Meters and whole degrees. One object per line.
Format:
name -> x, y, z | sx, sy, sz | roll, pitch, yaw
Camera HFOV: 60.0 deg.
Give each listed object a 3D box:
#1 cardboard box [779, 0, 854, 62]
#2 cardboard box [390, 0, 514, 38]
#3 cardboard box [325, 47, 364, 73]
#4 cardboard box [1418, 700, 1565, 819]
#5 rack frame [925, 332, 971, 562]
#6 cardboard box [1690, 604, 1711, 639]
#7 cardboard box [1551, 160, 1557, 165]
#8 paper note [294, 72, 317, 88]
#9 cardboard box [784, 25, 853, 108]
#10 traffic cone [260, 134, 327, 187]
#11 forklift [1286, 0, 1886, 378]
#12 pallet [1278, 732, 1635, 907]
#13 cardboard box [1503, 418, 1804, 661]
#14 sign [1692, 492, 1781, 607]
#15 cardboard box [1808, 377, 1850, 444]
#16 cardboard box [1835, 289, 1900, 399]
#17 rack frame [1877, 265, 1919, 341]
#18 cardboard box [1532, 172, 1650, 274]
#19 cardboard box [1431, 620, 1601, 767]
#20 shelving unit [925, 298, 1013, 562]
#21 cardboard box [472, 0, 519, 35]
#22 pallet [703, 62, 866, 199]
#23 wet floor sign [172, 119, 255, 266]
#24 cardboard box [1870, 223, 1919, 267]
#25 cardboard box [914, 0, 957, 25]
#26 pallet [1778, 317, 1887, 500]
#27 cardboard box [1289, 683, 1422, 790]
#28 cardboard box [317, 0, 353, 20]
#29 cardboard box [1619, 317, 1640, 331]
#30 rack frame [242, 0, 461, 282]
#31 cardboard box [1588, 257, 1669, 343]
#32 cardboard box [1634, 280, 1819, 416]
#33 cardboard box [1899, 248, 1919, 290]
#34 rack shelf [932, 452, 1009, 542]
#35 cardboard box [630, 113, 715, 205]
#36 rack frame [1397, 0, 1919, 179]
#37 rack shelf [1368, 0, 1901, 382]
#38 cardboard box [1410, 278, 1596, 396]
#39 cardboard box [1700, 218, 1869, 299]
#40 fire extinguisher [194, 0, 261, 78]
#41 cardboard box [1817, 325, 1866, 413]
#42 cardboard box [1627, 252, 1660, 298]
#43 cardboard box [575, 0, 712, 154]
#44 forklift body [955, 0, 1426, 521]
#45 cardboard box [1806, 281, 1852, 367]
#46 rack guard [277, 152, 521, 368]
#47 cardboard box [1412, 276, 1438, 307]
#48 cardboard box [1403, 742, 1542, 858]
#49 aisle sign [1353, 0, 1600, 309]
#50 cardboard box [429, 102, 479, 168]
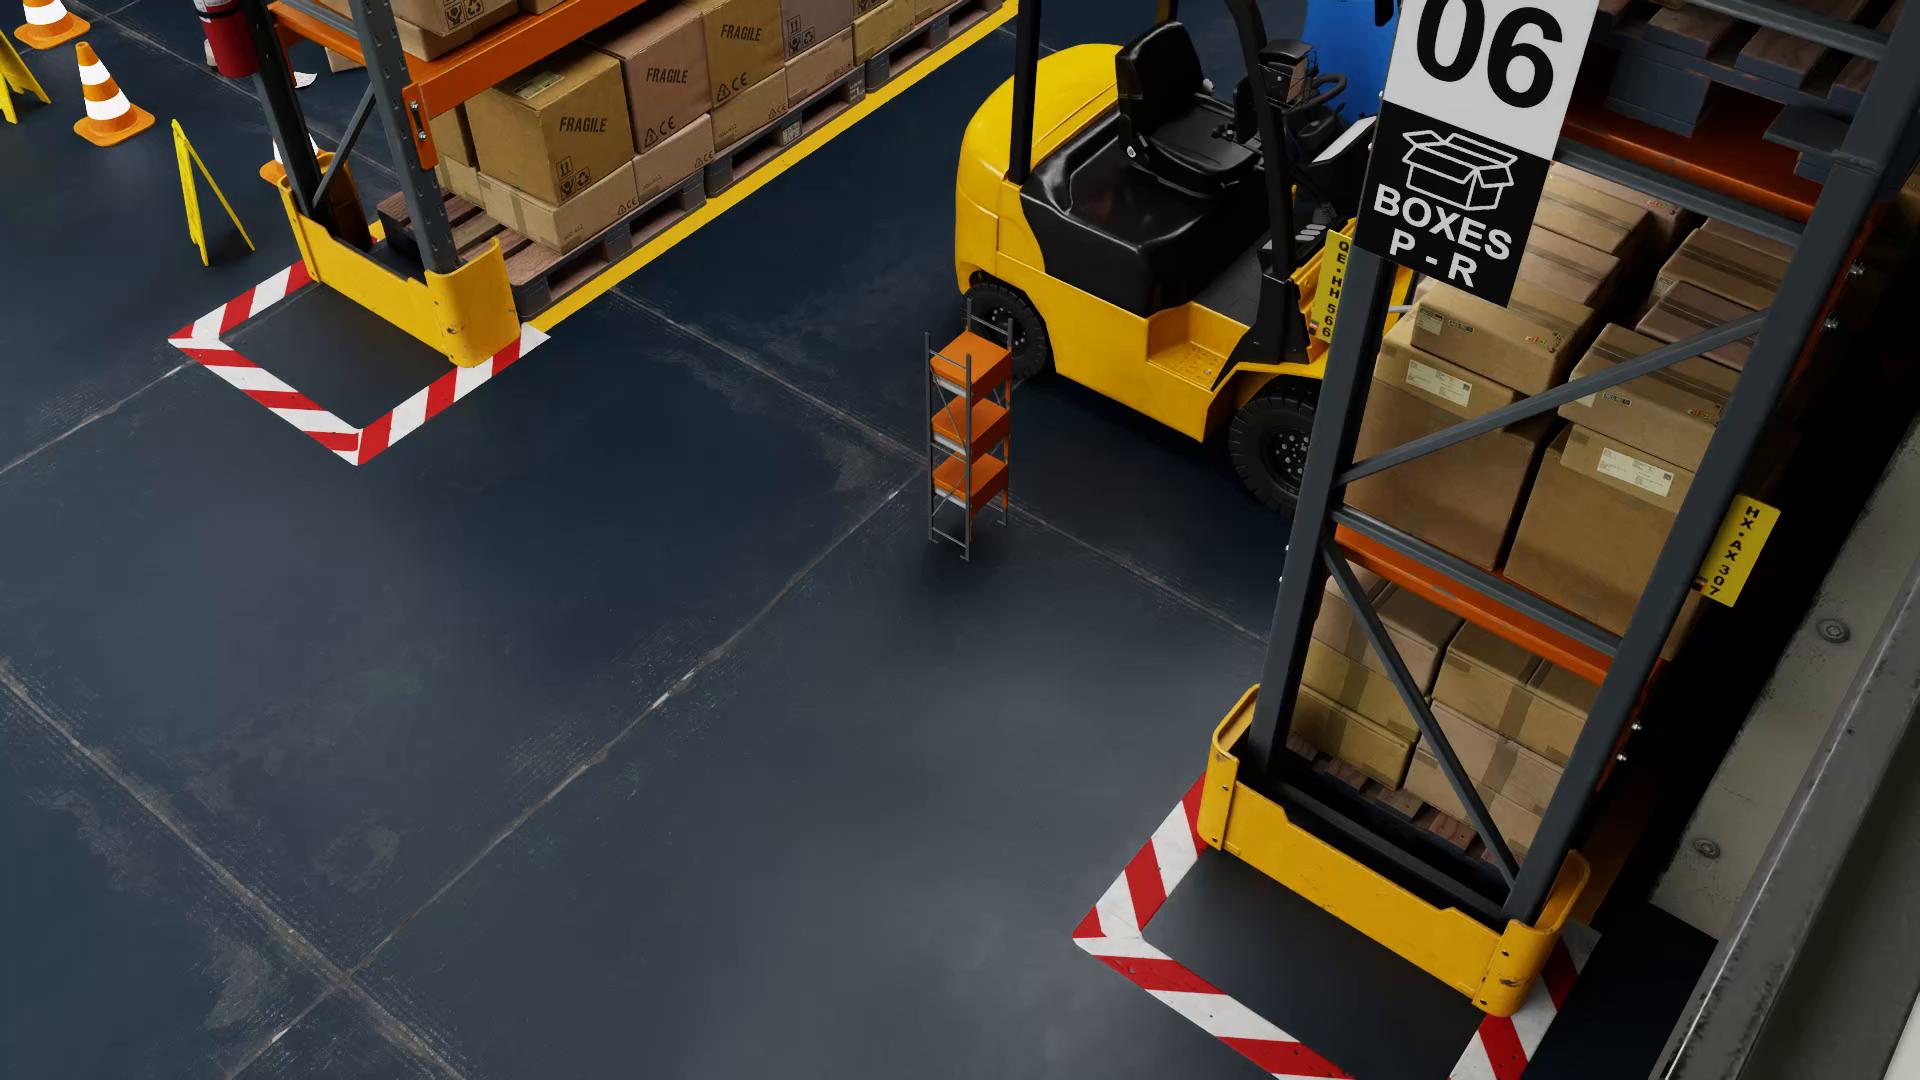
cardboard box -> -0.891, -2.791, 8.297 | 0.500, 0.500, 0.500 | 32, 54, 27
cardboard box -> -2.058, -2.375, 6.532 | 0.500, 0.500, 0.500 | 28, 53, 24
cardboard box -> -3.364, -2.747, 9.134 | 0.250, 0.149, 0.380 | -17, 49, -15
cardboard box -> 1.815, 0.558, 5.271 | 0.500, 0.250, 0.500 | 30, 53, 26
rack frame -> -0.042, -0.323, 6.196 | 0.200, 1.050, 0.008 | 29, 53, 25
cardboard box -> 2.450, 0.141, 6.015 | 0.500, 0.250, 0.500 | 29, 53, 25
cardboard box -> 1.963, -1.181, 4.943 | 0.380, 0.149, 0.250 | 30, 53, 26
paper note -> -3.564, -2.485, 8.965 | 0.148, 0.019, 0.142 | 13, 48, 12
cardboard box -> -0.902, -2.518, 8.555 | 0.500, 0.250, 0.500 | 30, 53, 26
traffic cone -> -3.325, -2.029, 8.232 | 0.336, 0.463, 0.334 | 29, 53, 25
forklift -> 2.850, -2.394, 6.873 | 1.130, 2.935, 3.031 | -22, 50, -20
pallet -> 1.798, 0.610, 5.884 | 1.003, 0.211, 1.213 | 29, 53, 25
cardboard box -> 1.886, -0.092, 4.558 | 0.500, 0.500, 0.500 | 31, 54, 26
sign -> 1.799, 0.025, 3.861 | 0.100, 0.325, 0.005 | 29, 53, 25
cardboard box -> 3.369, -0.721, 6.838 | 0.500, 0.250, 0.500 | 29, 53, 25
cardboard box -> 3.375, -0.882, 6.647 | 0.500, 0.250, 0.500 | 30, 53, 26
rack frame -> 3.809, -2.186, 6.627 | 1.000, 3.000, 0.127 | 29, 53, 25
cardboard box -> 1.680, -0.873, 4.649 | 0.380, 0.149, 0.250 | 30, 53, 26
cardboard box -> 1.807, 0.371, 5.104 | 0.500, 0.250, 0.500 | 28, 53, 24
shelving unit -> 0.033, -0.393, 6.263 | 0.215, 1.050, 0.252 | 29, 53, 25
cardboard box -> -2.052, -2.256, 6.868 | 0.380, 0.149, 0.250 | 30, 53, 26
pallet -> -1.249, -2.314, 8.677 | 1.003, 0.211, 1.213 | 29, 53, 25
wet floor sign -> -3.530, -1.640, 7.734 | 0.232, 0.644, 0.267 | -25, 51, -22
cardboard box -> 2.618, -0.939, 4.918 | 0.380, 0.149, 0.250 | 31, 54, 26
cardboard box -> -0.270, -3.116, 9.127 | 0.500, 0.250, 0.500 | 32, 54, 27
pallet -> 3.290, -0.786, 7.218 | 1.003, 0.211, 1.213 | 29, 53, 25
cardboard box -> 1.401, 0.499, 5.673 | 0.500, 0.250, 0.500 | 30, 53, 25
cardboard box -> -2.507, -2.311, 6.920 | 0.380, 0.149, 0.250 | 31, 54, 26
cardboard box -> 1.877, -0.404, 4.407 | 0.380, 0.149, 0.250 | 29, 53, 25
rack frame -> -2.567, -2.089, 6.534 | 1.000, 3.000, 0.127 | 29, 53, 25
cardboard box -> 1.781, -0.622, 5.064 | 0.500, 0.500, 0.500 | 31, 54, 26
cardboard box -> 1.950, -0.481, 4.274 | 0.380, 0.149, 0.250 | 31, 54, 26
cardboard box -> 3.137, -1.265, 5.677 | 0.500, 0.500, 0.500 | 28, 52, 24
rack shelf -> 0.033, -0.194, 6.471 | 0.215, 0.259, 0.240 | 29, 53, 25
cardboard box -> -1.537, -1.913, 7.977 | 0.500, 0.250, 0.500 | 31, 54, 26
rack frame -> 1.363, -1.969, 2.271 | 1.000, 3.000, 0.127 | 29, 53, 25
rack shelf -> 2.586, -1.829, 4.709 | 1.077, 0.370, 4.000 | 29, 53, 25
cardboard box -> 1.416, -0.557, 4.347 | 0.380, 0.149, 0.250 | 29, 53, 25
cardboard box -> 2.238, -0.783, 4.563 | 0.380, 0.149, 0.250 | 29, 53, 25
fire extinguisher -> -3.001, -2.201, 6.694 | 0.296, 0.674, 0.183 | 29, 53, 25
cardboard box -> 2.491, -0.690, 5.129 | 0.500, 0.500, 0.500 | 29, 53, 25
cardboard box -> 1.854, -0.895, 4.876 | 0.380, 0.149, 0.250 | 29, 53, 25
cardboard box -> -1.524, -2.198, 7.731 | 0.500, 0.500, 0.500 | 27, 52, 24
forklift body -> 1.079, -1.495, 6.554 | 2.313, 2.155, 1.214 | 29, 53, 25
cardboard box -> 2.249, -0.673, 4.664 | 0.380, 0.149, 0.250 | 27, 52, 24
rack guard -> -2.520, -1.269, 7.480 | 1.175, 0.500, 0.348 | 29, 53, 25
cardboard box -> 1.486, -0.637, 4.630 | 0.380, 0.149, 0.250 | 30, 53, 26
cardboard box -> 1.819, 0.713, 5.468 | 0.500, 0.250, 0.500 | 29, 53, 25
aisle sign -> 1.091, -0.887, 3.588 | 0.394, 0.787, 0.004 | 29, 53, 25
cardboard box -> -2.283, -2.117, 7.654 | 0.500, 0.500, 0.500 | 30, 53, 25
